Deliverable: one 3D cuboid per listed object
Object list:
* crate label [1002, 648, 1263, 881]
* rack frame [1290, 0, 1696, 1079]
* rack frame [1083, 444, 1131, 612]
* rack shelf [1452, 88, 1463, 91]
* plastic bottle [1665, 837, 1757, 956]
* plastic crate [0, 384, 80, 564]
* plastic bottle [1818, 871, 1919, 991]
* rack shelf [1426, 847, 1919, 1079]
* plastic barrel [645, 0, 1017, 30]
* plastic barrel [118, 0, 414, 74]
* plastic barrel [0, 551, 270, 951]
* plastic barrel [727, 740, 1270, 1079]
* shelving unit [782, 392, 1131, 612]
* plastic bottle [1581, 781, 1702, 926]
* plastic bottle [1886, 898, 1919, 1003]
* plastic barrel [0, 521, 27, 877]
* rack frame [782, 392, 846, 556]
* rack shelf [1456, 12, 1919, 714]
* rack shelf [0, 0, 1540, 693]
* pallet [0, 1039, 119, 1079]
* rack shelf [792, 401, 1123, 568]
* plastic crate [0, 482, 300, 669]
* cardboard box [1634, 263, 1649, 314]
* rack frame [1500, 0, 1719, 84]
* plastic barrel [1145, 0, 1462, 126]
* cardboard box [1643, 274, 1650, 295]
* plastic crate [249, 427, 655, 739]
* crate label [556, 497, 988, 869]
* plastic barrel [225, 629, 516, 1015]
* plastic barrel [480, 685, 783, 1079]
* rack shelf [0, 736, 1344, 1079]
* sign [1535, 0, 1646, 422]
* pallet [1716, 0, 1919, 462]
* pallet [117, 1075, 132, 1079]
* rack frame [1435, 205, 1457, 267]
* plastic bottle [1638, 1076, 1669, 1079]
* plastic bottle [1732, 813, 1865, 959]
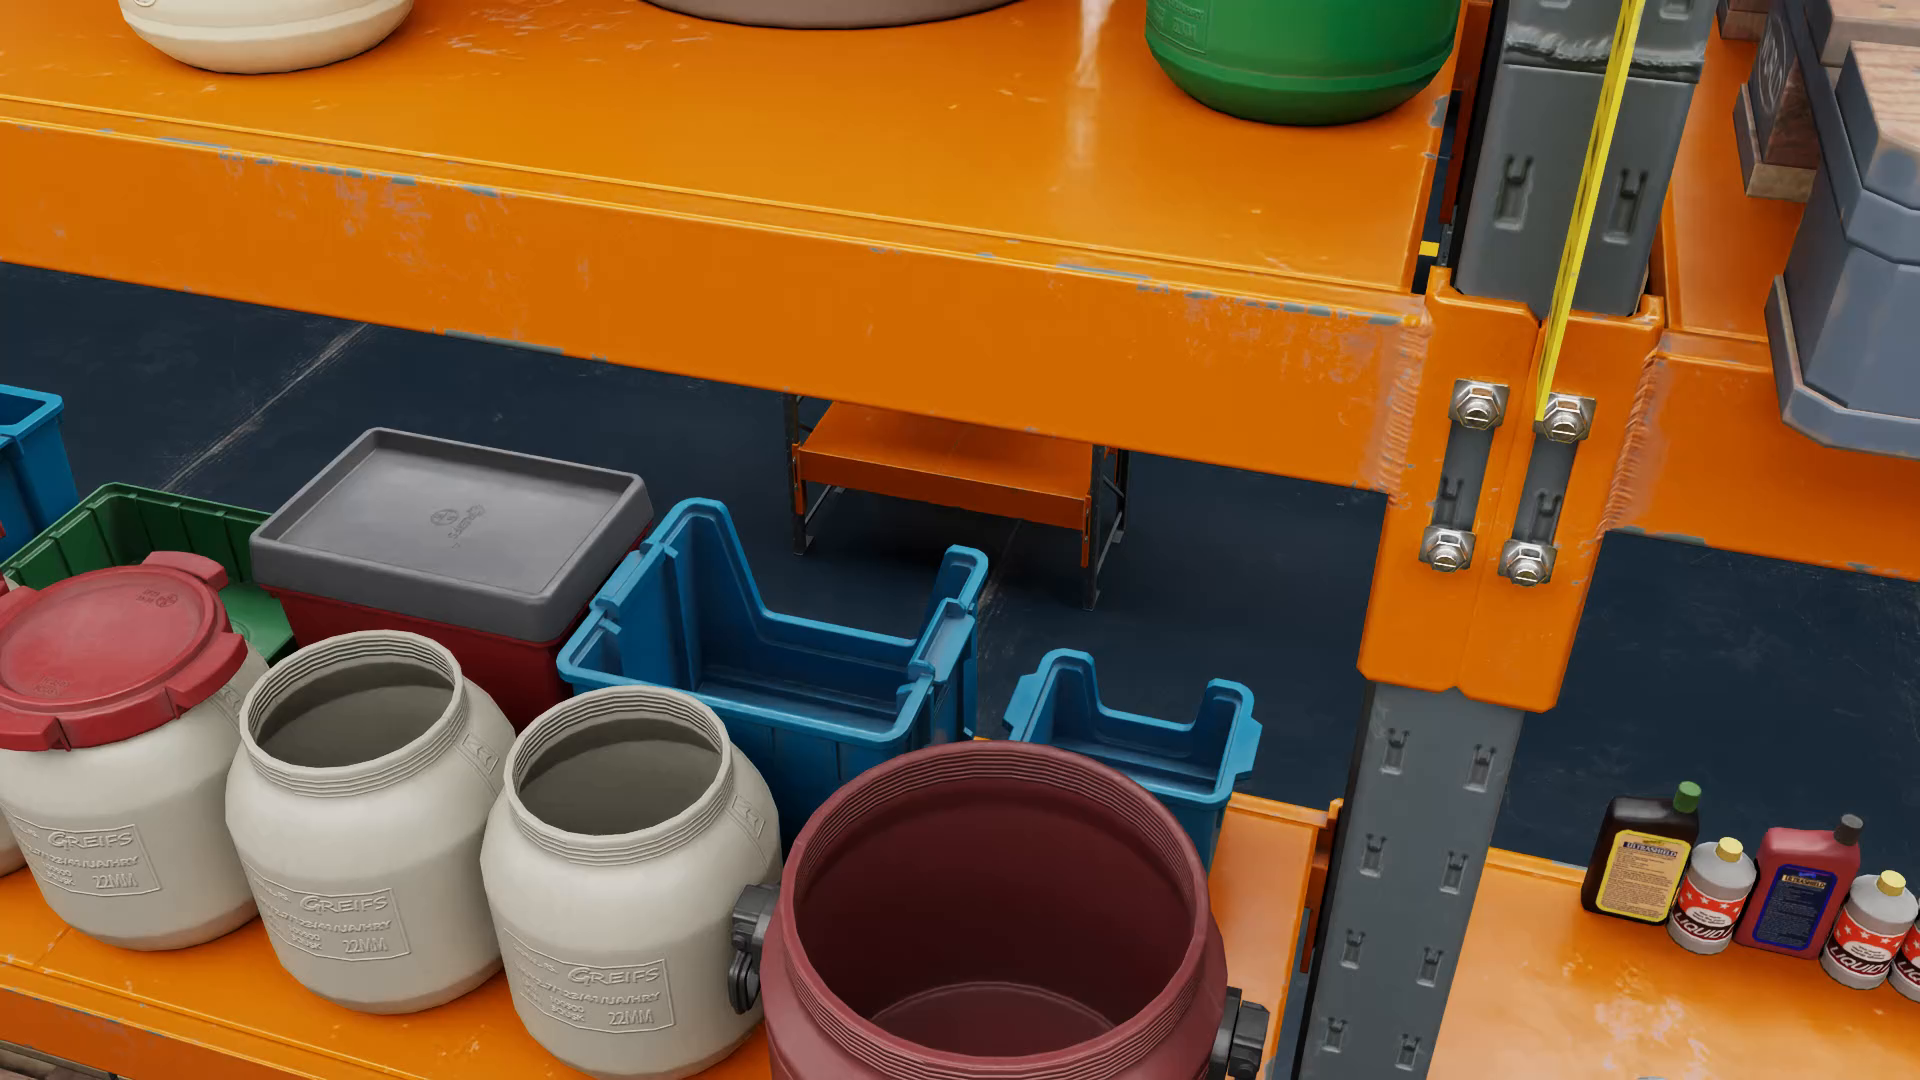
[{"bbox_3d":[0.286,0.394,2.826,0.416,0.233,0.303,10,38,14],"label":"crate label"},{"bbox_3d":[0.576,0.613,2.387,0.127,3.000,1.000,10,38,14],"label":"rack frame"},{"bbox_3d":[0.492,-0.362,5.293,0.032,1.125,0.500,10,38,14],"label":"rack frame"},{"bbox_3d":[0.148,-2.253,6.887,4.000,0.370,1.077,10,38,14],"label":"rack shelf"},{"bbox_3d":[1.194,0.554,2.635,0.097,0.201,0.097,0,36,0],"label":"plastic bottle"},{"bbox_3d":[-2.096,-0.069,3.326,0.575,0.384,0.392,10,38,14],"label":"plastic crate"},{"bbox_3d":[1.415,0.595,2.579,0.097,0.201,0.097,0,36,0],"label":"plastic bottle"},{"bbox_3d":[2.485,1.256,2.120,4.000,0.370,1.077,10,38,14],"label":"rack shelf"},{"bbox_3d":[-0.143,-1.065,1.713,0.600,0.901,0.600,0,36,0],"label":"plastic barrel"},{"bbox_3d":[-0.707,-0.632,1.664,0.301,0.262,0.301,0,36,0],"label":"plastic barrel"},{"bbox_3d":[-1.281,0.351,2.629,0.433,0.535,0.433,0,36,0],"label":"plastic barrel"},{"bbox_3d":[0.043,0.648,2.225,0.708,0.536,0.600,10,38,14],"label":"plastic barrel"},{"bbox_3d":[0.006,-0.452,5.415,1.048,1.125,0.538,10,38,14],"label":"shelving unit"},{"bbox_3d":[1.090,0.490,2.652,0.133,0.283,0.061,10,38,14],"label":"plastic bottle"},{"bbox_3d":[1.507,0.612,2.556,0.097,0.201,0.097,0,36,0],"label":"plastic bottle"},{"bbox_3d":[-1.694,0.274,2.732,0.433,0.535,0.433,0,36,0],"label":"plastic barrel"},{"bbox_3d":[-0.479,-0.542,5.537,0.032,1.125,0.500,10,38,14],"label":"rack frame"},{"bbox_3d":[2.485,0.048,1.230,4.000,0.370,1.077,10,38,14],"label":"rack shelf"},{"bbox_3d":[-1.333,-0.659,2.191,4.000,0.370,1.077,10,38,14],"label":"rack shelf"},{"bbox_3d":[-2.481,1.146,4.015,1.213,0.211,1.003,10,38,14],"label":"pallet"},{"bbox_3d":[0.006,-0.255,5.560,1.000,0.278,0.538,10,38,14],"label":"rack shelf"},{"bbox_3d":[-1.495,0.139,3.209,0.662,0.188,0.450,10,38,14],"label":"plastic crate"},{"bbox_3d":[2.406,-1.117,6.475,0.500,0.500,0.500,12,38,16],"label":"cardboard box"},{"bbox_3d":[0.576,-1.803,0.608,0.127,3.000,1.000,10,38,14],"label":"rack frame"},{"bbox_3d":[0.325,-0.547,1.564,0.294,0.245,0.294,0,36,0],"label":"plastic barrel"},{"bbox_3d":[2.907,-1.028,6.354,0.500,0.500,0.500,9,37,12],"label":"cardboard box"},{"bbox_3d":[-0.875,0.128,2.991,0.583,0.464,0.402,10,38,14],"label":"plastic crate"},{"bbox_3d":[-0.291,0.270,2.823,0.616,0.435,0.502,10,38,14],"label":"crate label"},{"bbox_3d":[-0.871,0.433,2.538,0.421,0.512,0.421,0,36,0],"label":"plastic barrel"},{"bbox_3d":[-0.469,0.507,2.436,0.421,0.512,0.421,0,36,0],"label":"plastic barrel"},{"bbox_3d":[-1.333,0.549,3.080,4.000,0.370,1.077,10,38,14],"label":"rack shelf"},{"bbox_3d":[0.419,-0.240,1.104,0.005,0.325,0.100,10,38,14],"label":"sign"},{"bbox_3d":[1.277,-0.328,1.295,1.213,0.211,1.003,10,38,14],"label":"pallet"},{"bbox_3d":[-1.312,1.360,3.724,1.213,0.211,1.003,10,38,14],"label":"pallet"},{"bbox_3d":[2.057,-2.189,6.194,0.127,3.000,1.000,10,38,14],"label":"rack frame"},{"bbox_3d":[0.938,0.836,2.188,0.135,0.276,0.152,10,38,14],"label":"plastic bottle"},{"bbox_3d":[1.310,0.531,2.597,0.133,0.283,0.061,10,38,14],"label":"plastic bottle"}]
